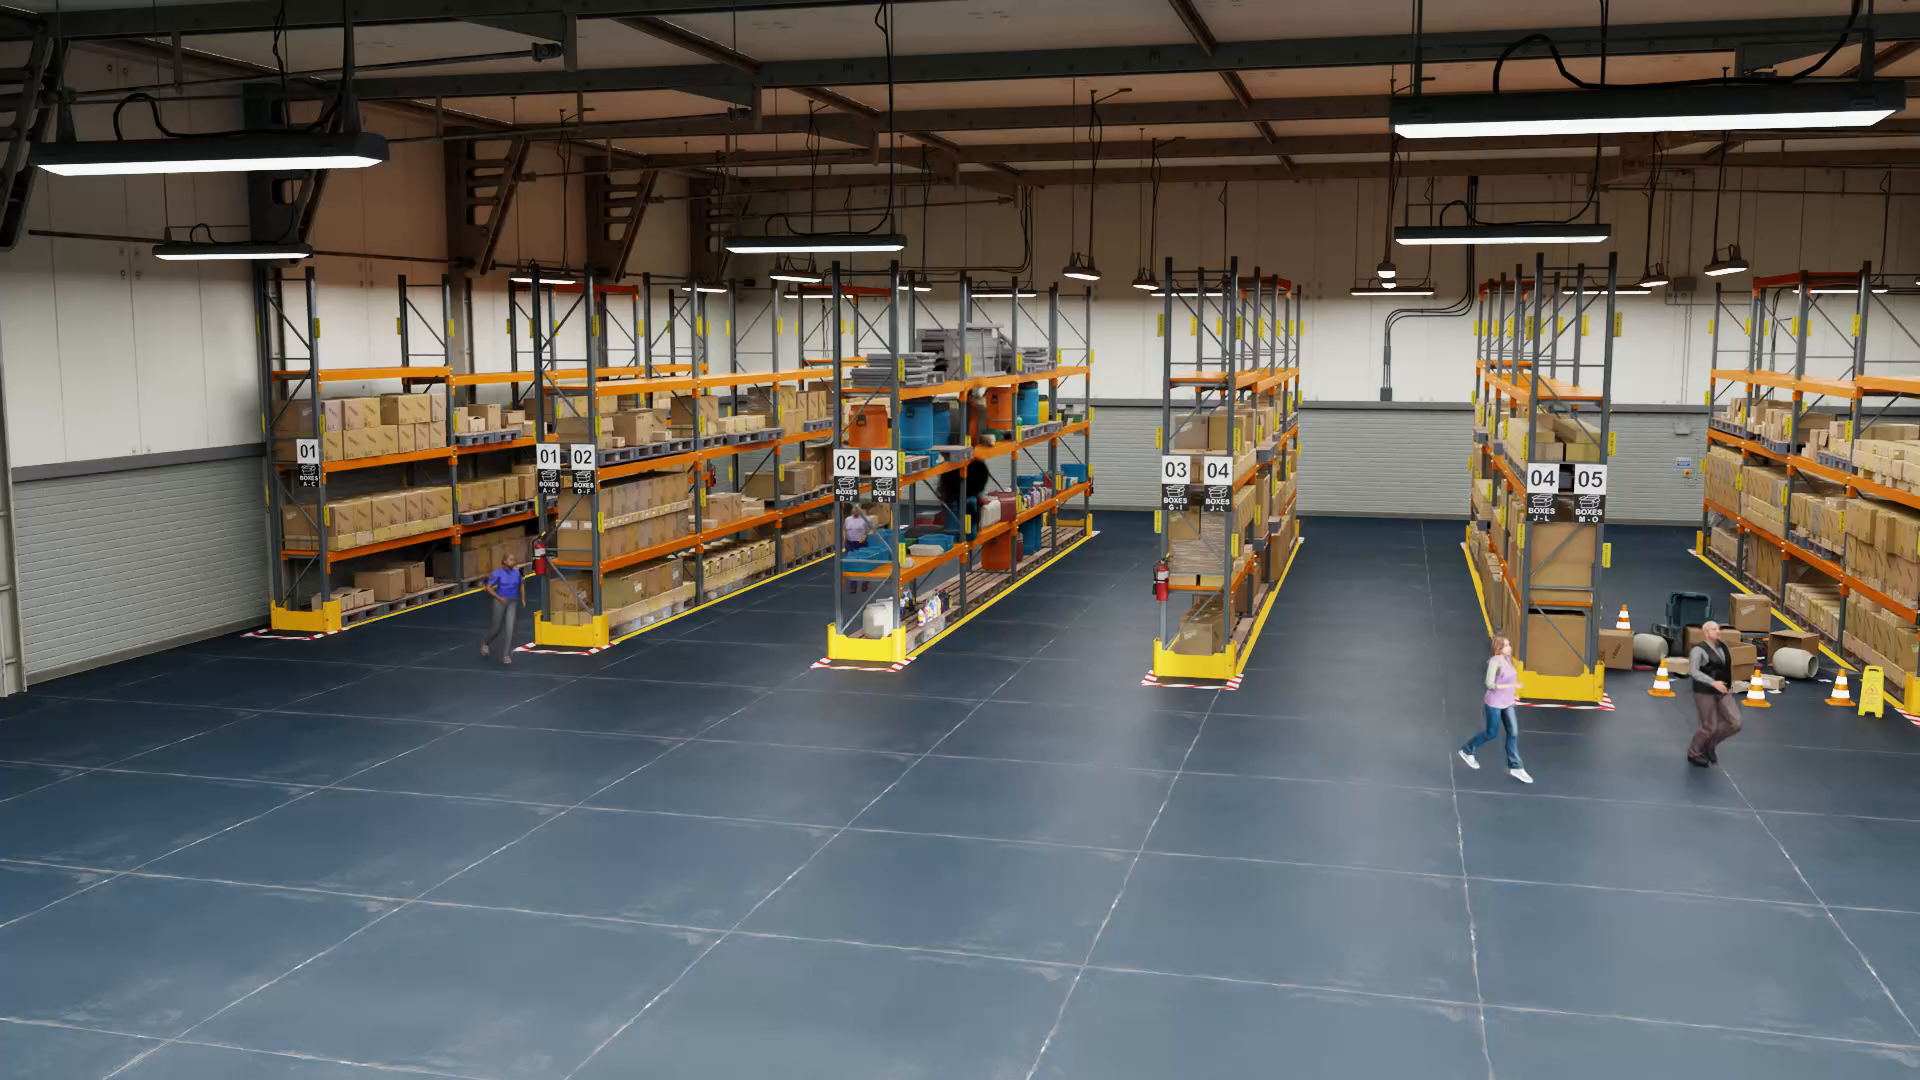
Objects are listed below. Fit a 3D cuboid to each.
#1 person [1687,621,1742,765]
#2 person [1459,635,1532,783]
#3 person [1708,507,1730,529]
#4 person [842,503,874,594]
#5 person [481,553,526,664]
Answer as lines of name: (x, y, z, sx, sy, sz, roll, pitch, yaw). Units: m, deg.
person: (8.636, 1.760, 19.031, 0.672, 1.678, 0.592, -3, 8, -24)
person: (5.985, 1.848, 18.518, 0.535, 1.606, 0.851, -6, 10, -41)
person: (17.481, -0.612, 38.131, 0.568, 1.551, 0.800, 4, 8, 31)
person: (-1.859, 0.151, 29.810, 0.613, 1.616, 0.633, 1, 7, 9)
person: (-6.871, 1.010, 25.239, 0.649, 1.616, 0.816, -6, 9, -38)
